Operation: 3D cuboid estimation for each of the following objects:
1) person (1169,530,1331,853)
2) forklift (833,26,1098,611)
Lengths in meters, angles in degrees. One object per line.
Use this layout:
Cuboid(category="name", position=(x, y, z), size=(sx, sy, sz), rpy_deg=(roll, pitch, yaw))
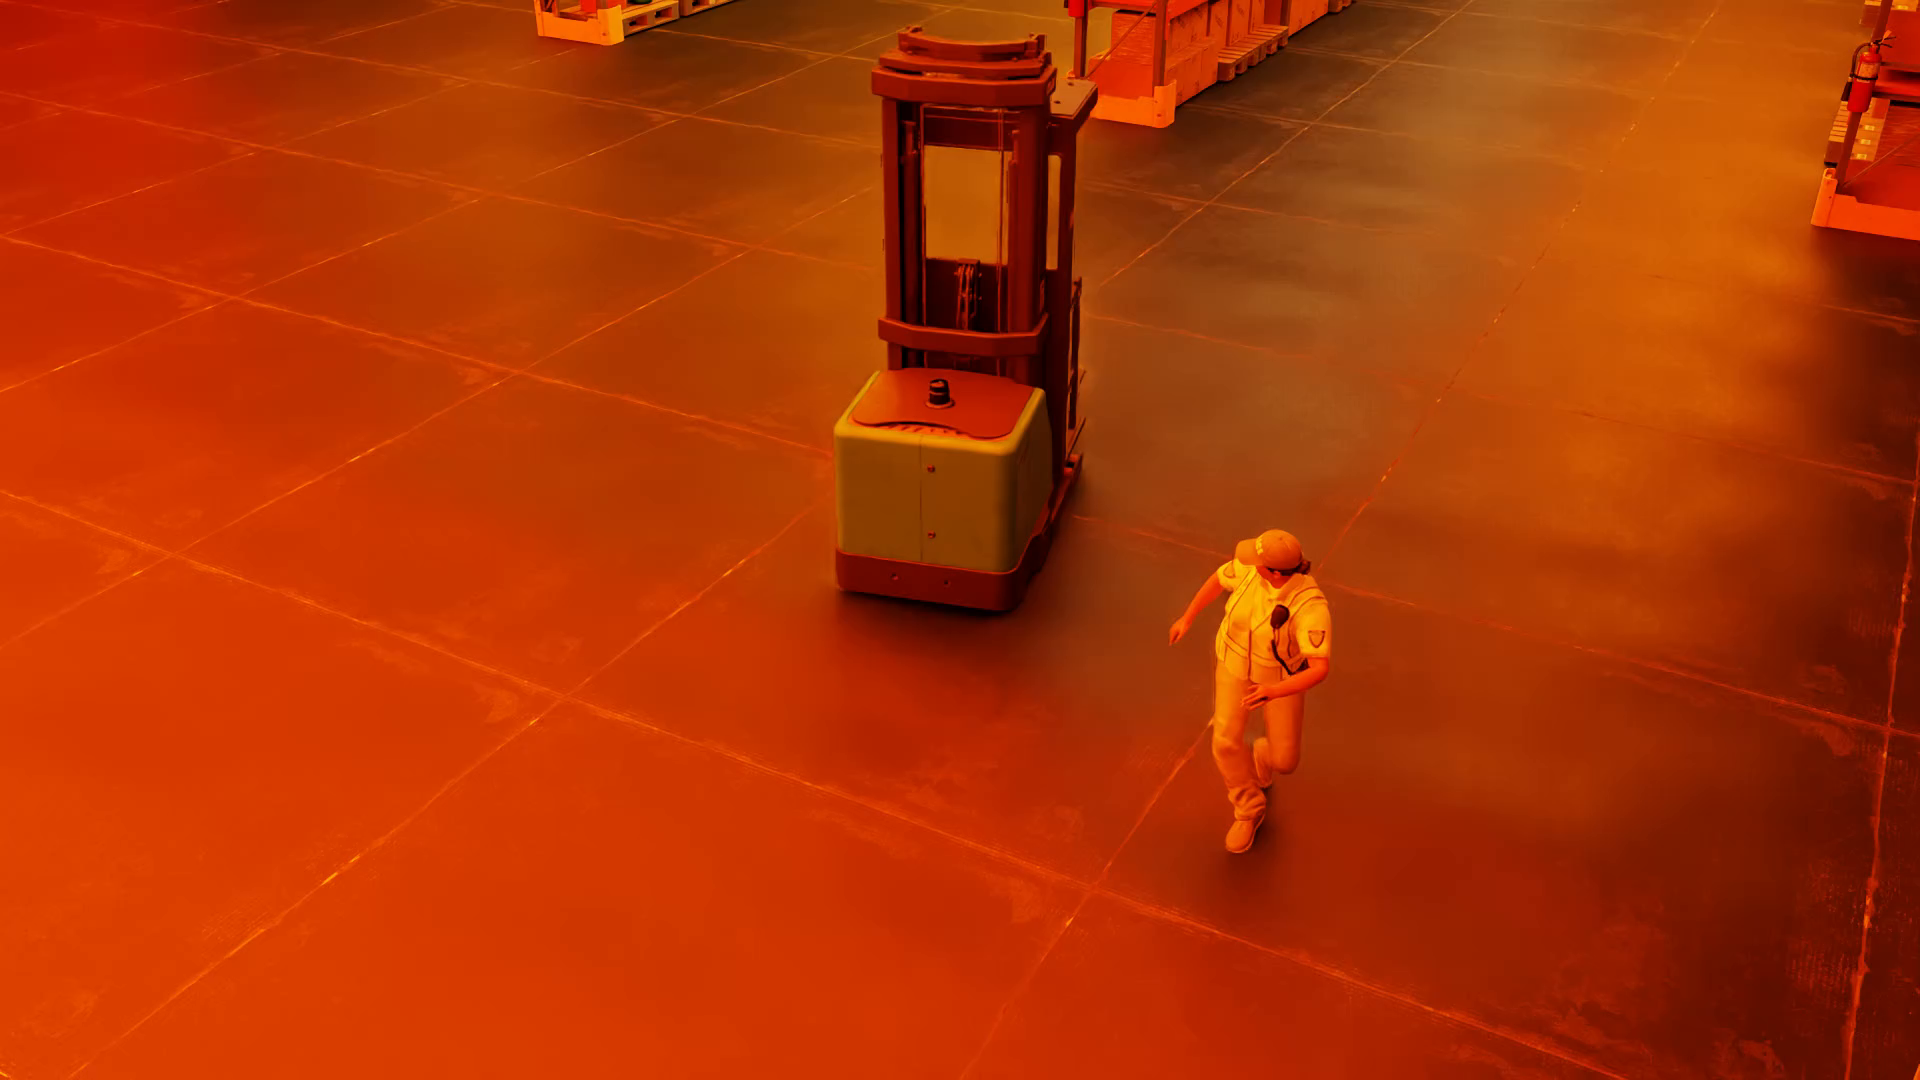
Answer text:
Cuboid(category="person", position=(1.257, 0.611, 7.434), size=(0.803, 1.541, 0.797), rpy_deg=(14, 33, 23))
Cuboid(category="forklift", position=(0.164, -1.601, 9.845), size=(1.130, 2.935, 3.031), rpy_deg=(7, 31, 12))
